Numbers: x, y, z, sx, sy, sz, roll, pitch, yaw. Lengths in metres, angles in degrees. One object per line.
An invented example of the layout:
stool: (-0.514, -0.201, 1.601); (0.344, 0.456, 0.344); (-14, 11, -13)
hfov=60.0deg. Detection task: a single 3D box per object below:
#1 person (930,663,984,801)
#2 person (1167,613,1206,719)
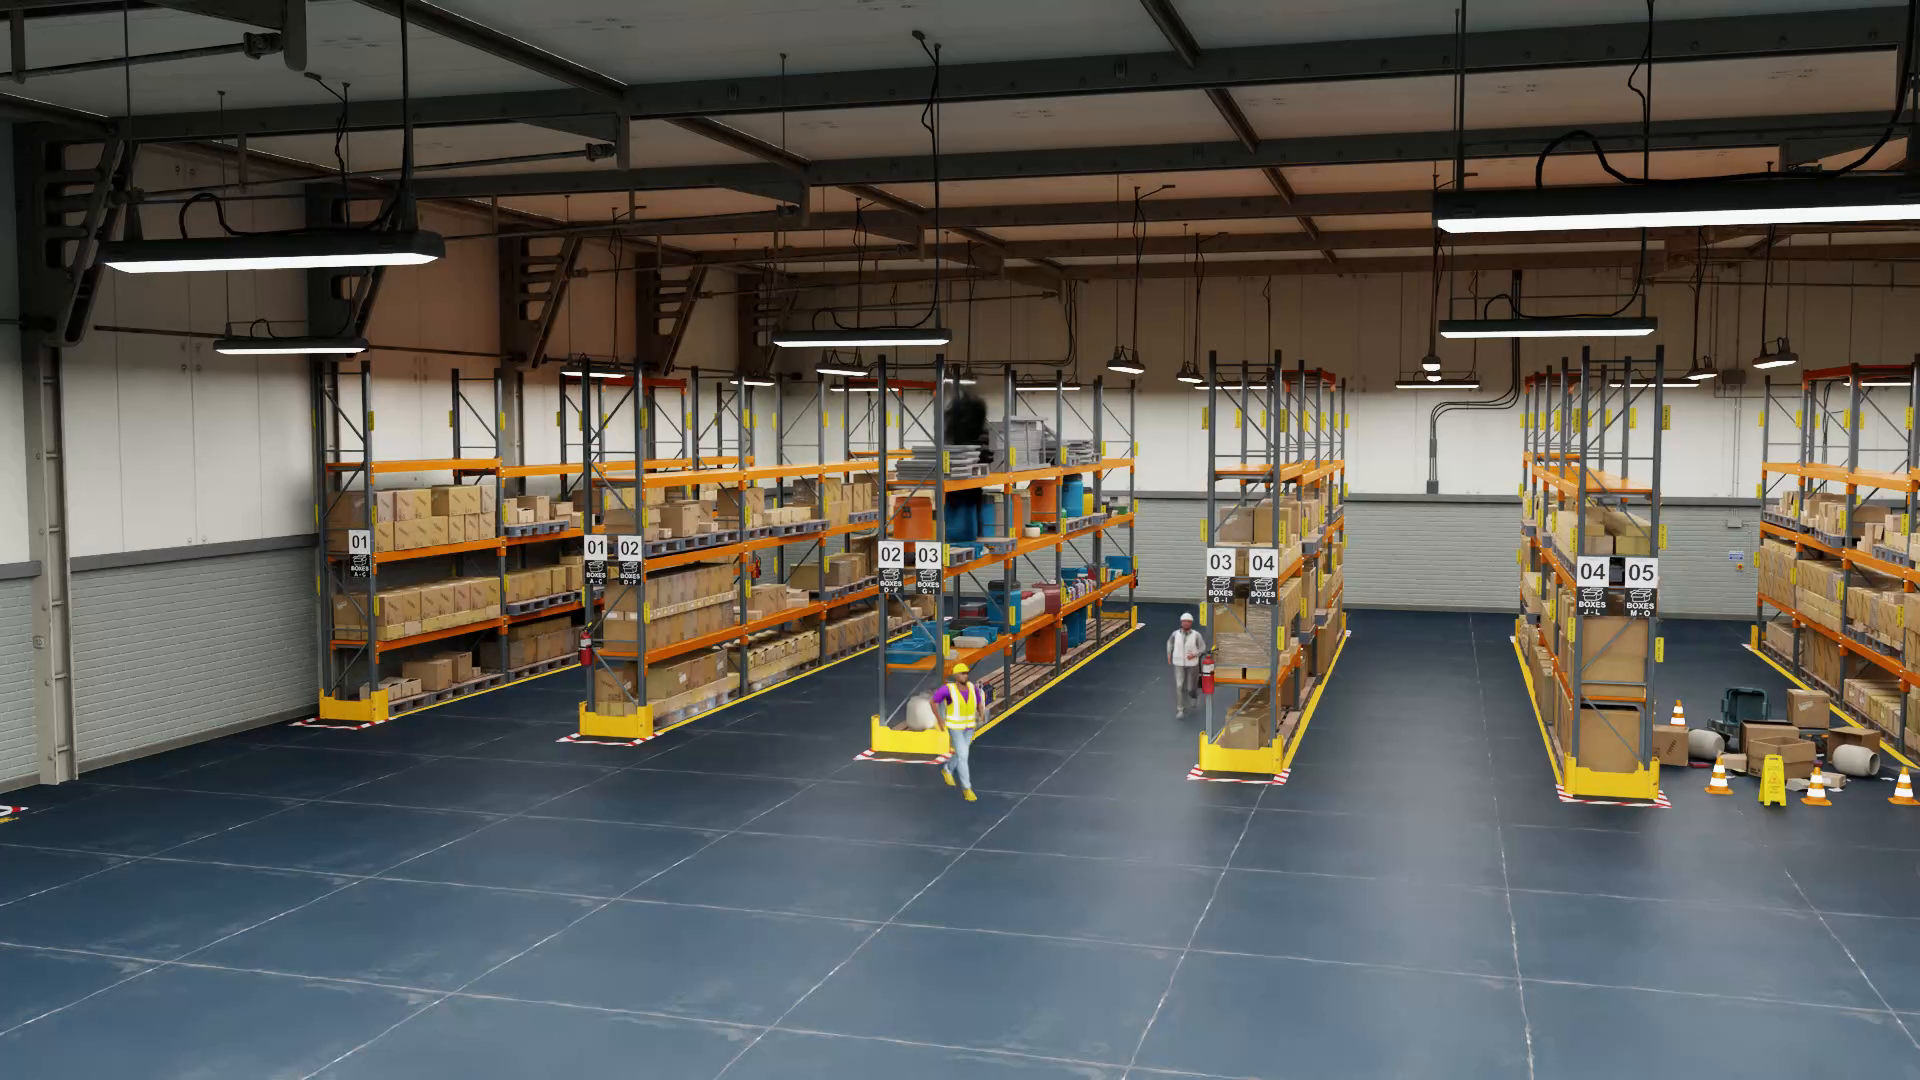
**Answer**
person: (-0.002, 2.527, 22.298); (0.702, 1.779, 0.922); (-3, 5, -35)
person: (3.816, 2.107, 28.167); (0.687, 1.735, 1.004); (1, 4, 15)
